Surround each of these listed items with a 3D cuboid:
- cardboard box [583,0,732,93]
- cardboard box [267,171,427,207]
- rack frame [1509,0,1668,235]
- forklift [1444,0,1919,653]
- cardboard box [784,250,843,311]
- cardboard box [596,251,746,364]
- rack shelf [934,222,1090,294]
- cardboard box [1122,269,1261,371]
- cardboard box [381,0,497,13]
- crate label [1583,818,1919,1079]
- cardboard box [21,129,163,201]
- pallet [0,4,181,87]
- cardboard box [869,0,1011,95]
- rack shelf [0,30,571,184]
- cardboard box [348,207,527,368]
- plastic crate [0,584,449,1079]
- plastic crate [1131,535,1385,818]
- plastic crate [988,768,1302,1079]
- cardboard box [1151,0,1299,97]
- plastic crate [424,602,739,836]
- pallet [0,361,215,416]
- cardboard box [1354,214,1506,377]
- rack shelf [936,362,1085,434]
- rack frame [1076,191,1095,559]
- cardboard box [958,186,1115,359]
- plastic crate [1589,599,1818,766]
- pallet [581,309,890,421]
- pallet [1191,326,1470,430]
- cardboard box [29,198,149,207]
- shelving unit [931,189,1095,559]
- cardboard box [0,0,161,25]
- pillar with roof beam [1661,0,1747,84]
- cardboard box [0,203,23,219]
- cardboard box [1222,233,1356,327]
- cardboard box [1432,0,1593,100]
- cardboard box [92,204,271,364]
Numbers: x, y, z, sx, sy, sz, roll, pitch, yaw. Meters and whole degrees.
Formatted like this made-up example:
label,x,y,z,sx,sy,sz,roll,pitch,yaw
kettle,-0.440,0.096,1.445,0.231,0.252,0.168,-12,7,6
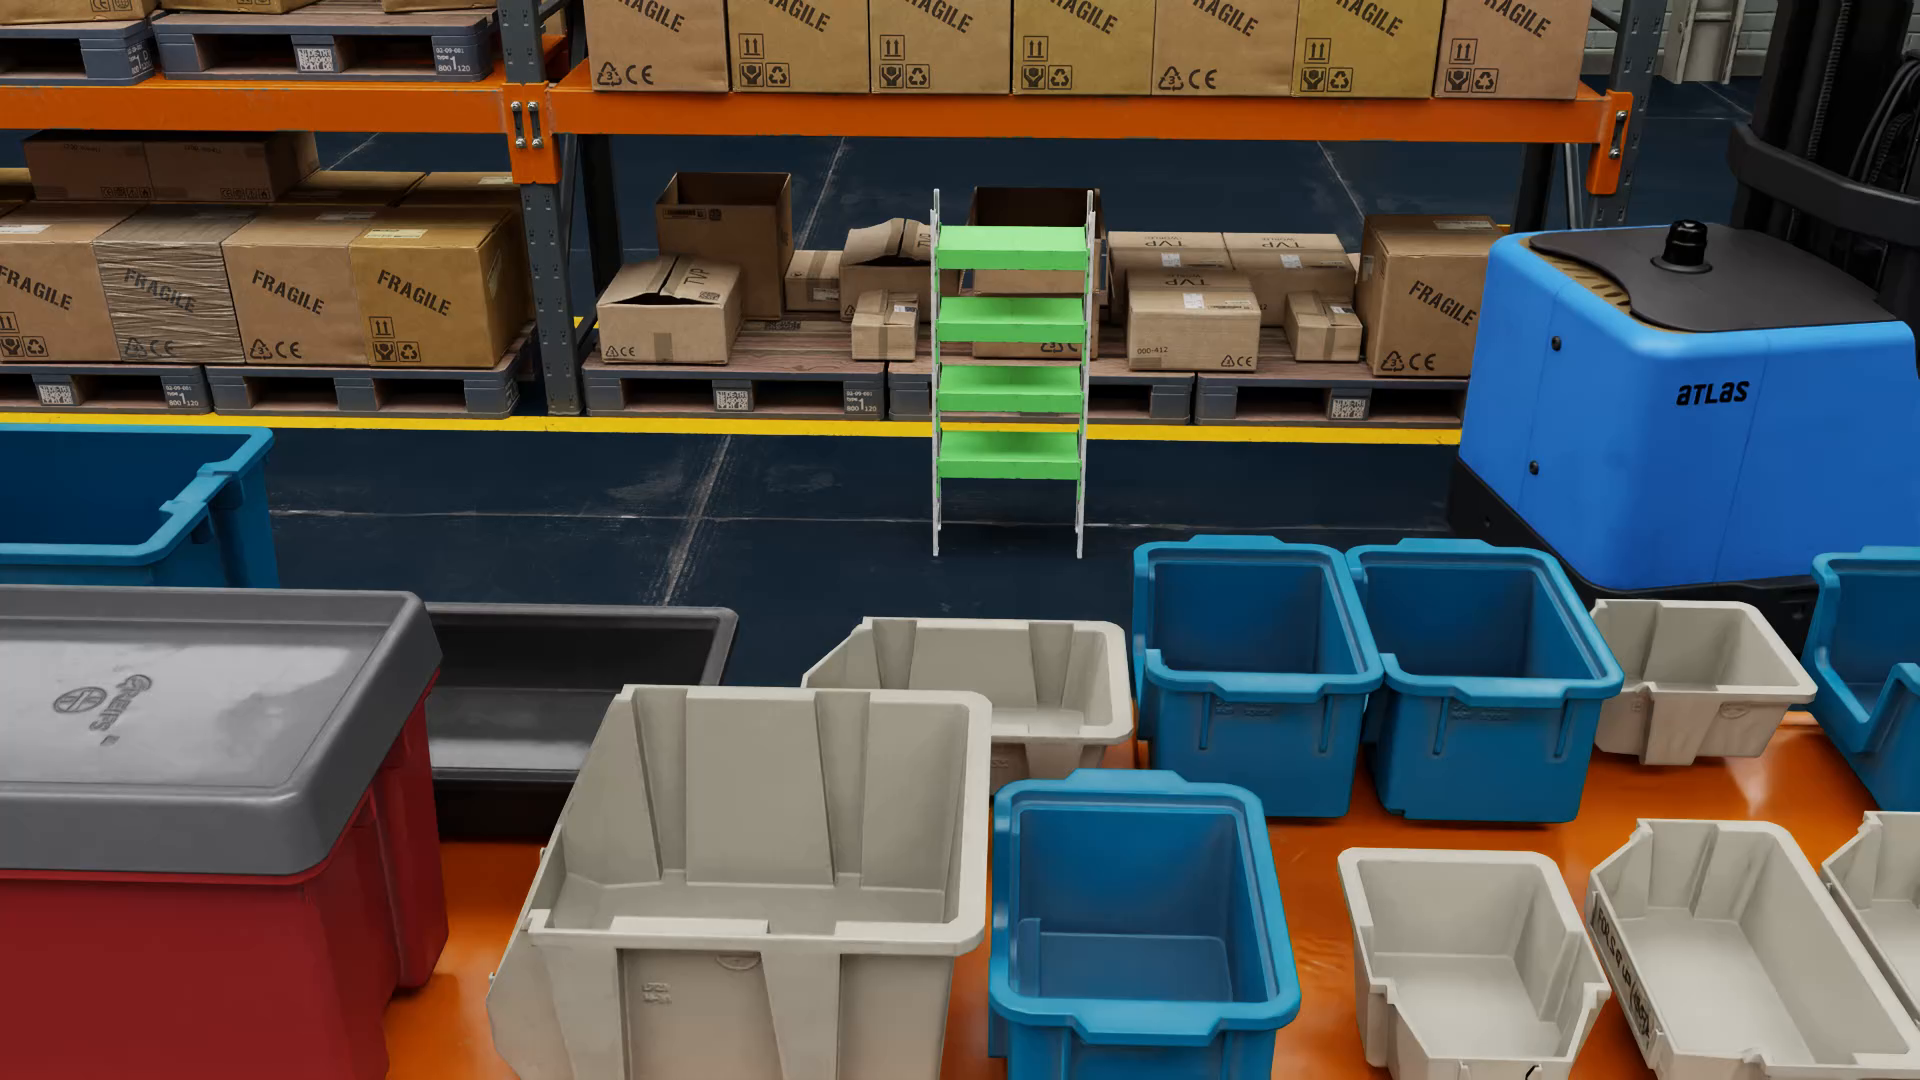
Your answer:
label,x,y,z,sx,sy,sz,roll,pitch,yaw
cardboard box,-1.075,-1.962,6.142,0.500,0.500,0.500,2,28,3
cardboard box,-2.583,-1.270,7.142,0.500,0.500,0.500,1,28,3
rack frame,2.423,-1.988,6.298,0.127,3.000,1.000,1,28,2
forklift,3.238,-1.221,4.924,3.031,2.935,1.130,-5,28,-9
cardboard box,-0.619,-1.134,7.261,0.250,0.149,0.380,1,28,2
cardboard box,-1.163,-0.952,6.745,0.500,0.311,0.500,1,28,2
rack shelf,0.165,-0.895,5.269,0.480,0.148,0.258,1,28,2
cardboard box,0.922,-0.891,6.694,0.500,0.250,0.500,1,28,2
cardboard box,-2.041,-2.396,6.513,0.500,0.500,0.700,-8,29,-15
crate label,0.854,0.487,1.846,0.243,0.136,0.396,1,28,2
cardboard box,-3.551,-1.622,7.006,0.500,0.250,0.500,0,28,1
pallet,-3.629,-2.005,6.535,1.213,0.211,1.003,1,28,2
cardboard box,-0.064,-1.946,6.112,0.500,0.500,0.500,1,28,2
rack shelf,-3.574,-1.769,6.653,4.000,0.370,1.077,1,28,2
cardboard box,-2.078,-1.018,6.667,0.500,0.500,0.500,1,28,2
plastic crate,-0.870,0.342,1.770,0.583,0.464,0.402,1,28,2
plastic crate,0.393,0.193,2.298,0.300,0.233,0.416,1,28,2
plastic crate,0.183,0.464,1.787,0.300,0.233,0.416,1,28,2
cardboard box,0.948,-1.930,6.081,0.500,0.500,0.500,1,28,2
plastic crate,-0.625,0.252,2.301,0.590,0.125,0.437,1,28,2
pallet,-3.612,-0.837,7.103,1.213,0.211,1.003,1,28,2
cardboard box,1.870,-0.972,6.579,0.500,0.500,0.500,1,28,2
rack shelf,0.165,-0.471,5.494,0.480,0.148,0.258,1,28,2
rack frame,0.409,-0.523,5.456,0.015,1.200,0.240,1,28,2
cardboard box,0.303,-1.117,6.850,0.637,0.503,0.797,1,28,2
plastic crate,1.013,0.207,2.374,0.298,0.136,0.250,1,28,2
pallet,-0.889,-0.810,7.053,1.213,0.211,1.003,1,28,2
pallet,1.550,-0.770,6.977,1.213,0.211,1.003,1,28,2
cardboard box,-3.588,-1.290,7.180,0.500,0.500,0.500,0,28,0
shelving unit,0.165,-0.527,5.464,0.503,1.200,0.258,1,28,2
cardboard box,-3.343,-2.284,6.301,0.500,0.500,0.700,-6,29,-11
pillar with roof beam,5.171,-5.303,6.145,0.400,9.000,9.100,1,28,2
cardboard box,-4.103,-1.052,6.731,0.500,0.500,0.500,1,28,1
cardboard box,1.389,-1.118,7.122,0.500,0.250,0.500,1,28,2
cardboard box,1.965,-1.912,6.048,0.500,0.500,0.500,2,28,3
cardboard box,-3.073,-1.039,6.706,0.500,0.500,0.500,1,28,2
